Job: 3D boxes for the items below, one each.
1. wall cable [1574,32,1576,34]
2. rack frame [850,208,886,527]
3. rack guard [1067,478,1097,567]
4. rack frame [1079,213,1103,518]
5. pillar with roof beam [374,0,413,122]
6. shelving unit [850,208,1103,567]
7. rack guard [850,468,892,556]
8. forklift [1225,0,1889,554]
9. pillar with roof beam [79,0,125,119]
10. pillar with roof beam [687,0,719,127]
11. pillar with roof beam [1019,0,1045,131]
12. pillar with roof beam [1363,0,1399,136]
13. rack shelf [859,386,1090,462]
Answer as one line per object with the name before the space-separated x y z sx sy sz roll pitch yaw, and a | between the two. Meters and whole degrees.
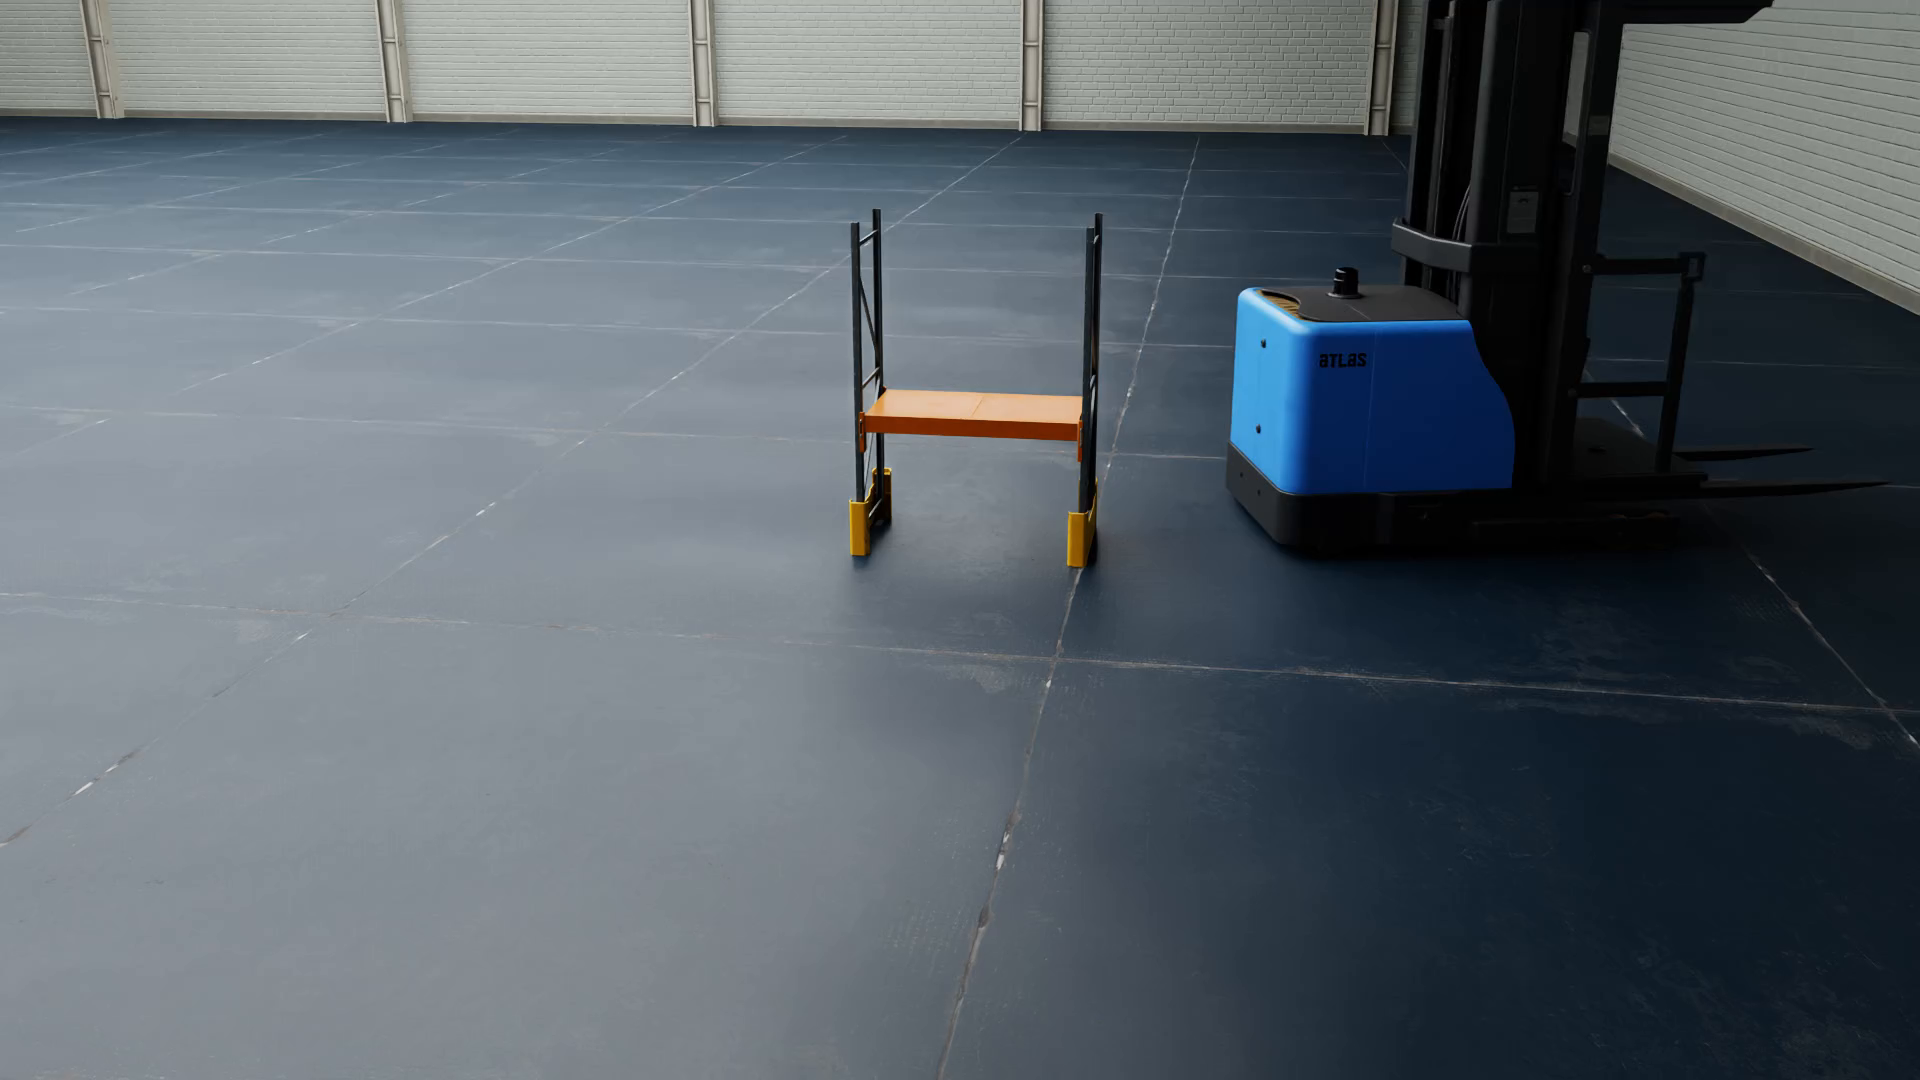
wall cable | 9.887 -9.241 26.133 0.112 2.526 3.097 3 19 9
rack frame | -0.418 -0.733 7.629 0.032 1.500 0.500 3 19 9
rack guard | 0.567 -0.090 7.677 0.087 0.250 0.587 3 19 9
rack frame | 0.586 -0.681 7.476 0.032 1.500 0.500 3 19 9
pillar with roof beam | -11.267 -10.833 25.998 0.400 9.000 9.100 3 19 9
shelving unit | 0.075 -0.707 7.554 1.083 1.500 0.587 3 19 9
rack guard | -0.416 -0.140 7.827 0.087 0.250 0.587 3 19 9
forklift | 2.890 -1.507 7.689 3.031 2.935 1.130 -2 19 -6
pillar with roof beam | -17.191 -11.135 26.901 0.400 9.000 9.100 3 19 9
pillar with roof beam | -5.343 -10.531 25.096 0.400 9.000 9.100 3 19 9
pillar with roof beam | 0.581 -10.229 24.193 0.400 9.000 9.100 3 19 9
pillar with roof beam | 6.505 -9.927 23.291 0.400 9.000 9.100 3 19 9
rack shelf | 0.084 -0.536 7.609 1.000 0.185 0.538 3 19 9
